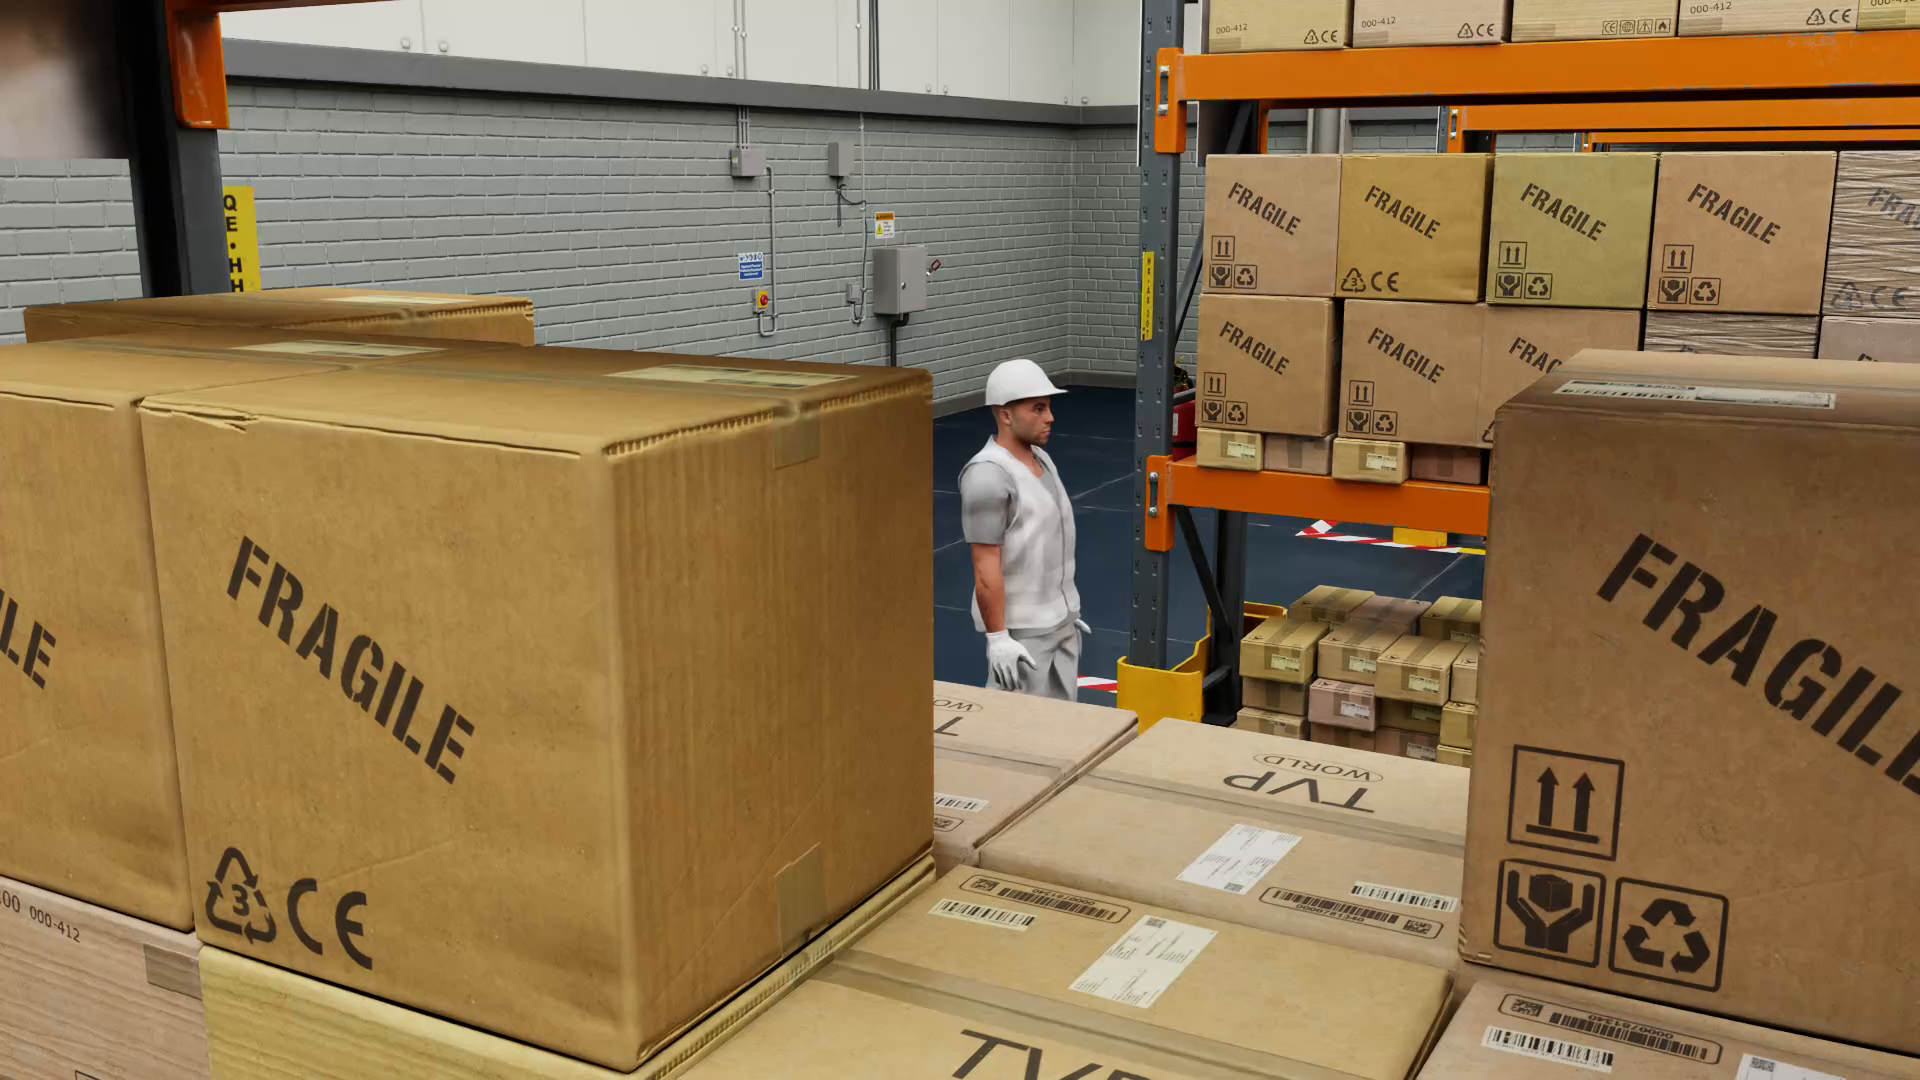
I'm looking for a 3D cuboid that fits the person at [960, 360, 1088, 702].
[{"bbox_3d":[0.249,0.310,5.544,0.520,1.817,0.589,5,13,21],"label":"person"}]
